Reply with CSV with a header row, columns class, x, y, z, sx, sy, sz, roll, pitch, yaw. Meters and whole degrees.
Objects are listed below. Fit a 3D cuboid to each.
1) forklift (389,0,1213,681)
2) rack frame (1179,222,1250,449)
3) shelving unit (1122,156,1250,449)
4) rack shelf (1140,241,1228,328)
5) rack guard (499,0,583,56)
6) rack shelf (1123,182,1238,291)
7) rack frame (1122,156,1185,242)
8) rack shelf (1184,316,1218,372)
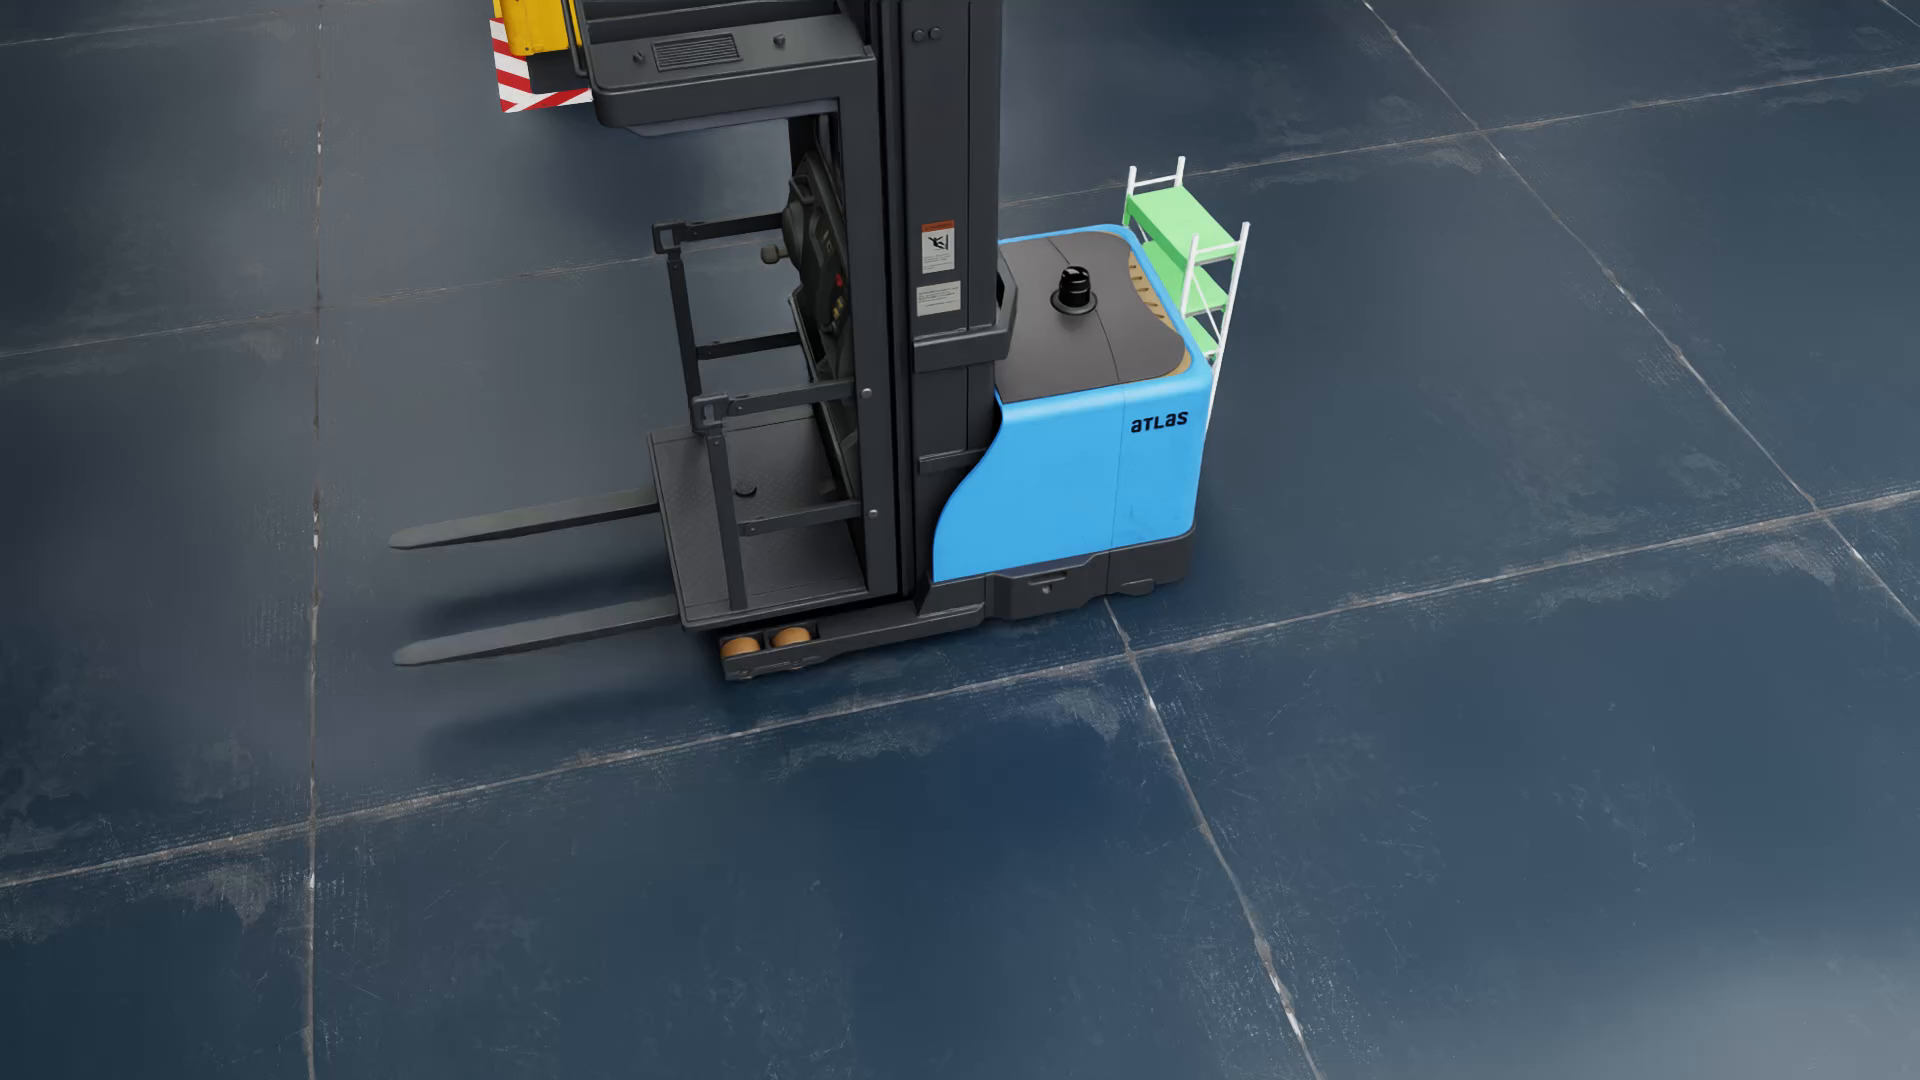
class,x,y,z,sx,sy,sz,roll,pitch,yaw
forklift,-0.665,-0.922,5.602,3.031,2.935,1.130,-10,47,-10
rack frame,0.942,-0.730,6.616,0.240,1.200,0.015,-15,47,-19
shelving unit,0.842,-0.889,6.771,0.258,1.200,0.503,-15,47,-19
rack shelf,0.852,-1.015,6.649,0.258,0.148,0.480,-15,47,-19
rack guard,-2.025,-3.138,9.475,1.175,0.500,0.348,-11,47,-10
rack shelf,0.864,-1.187,6.481,0.258,0.148,0.480,-15,47,-19
rack frame,0.743,-1.049,6.927,0.240,1.200,0.015,-15,47,-19
rack shelf,0.839,-0.844,6.816,0.258,0.148,0.480,-15,47,-19
